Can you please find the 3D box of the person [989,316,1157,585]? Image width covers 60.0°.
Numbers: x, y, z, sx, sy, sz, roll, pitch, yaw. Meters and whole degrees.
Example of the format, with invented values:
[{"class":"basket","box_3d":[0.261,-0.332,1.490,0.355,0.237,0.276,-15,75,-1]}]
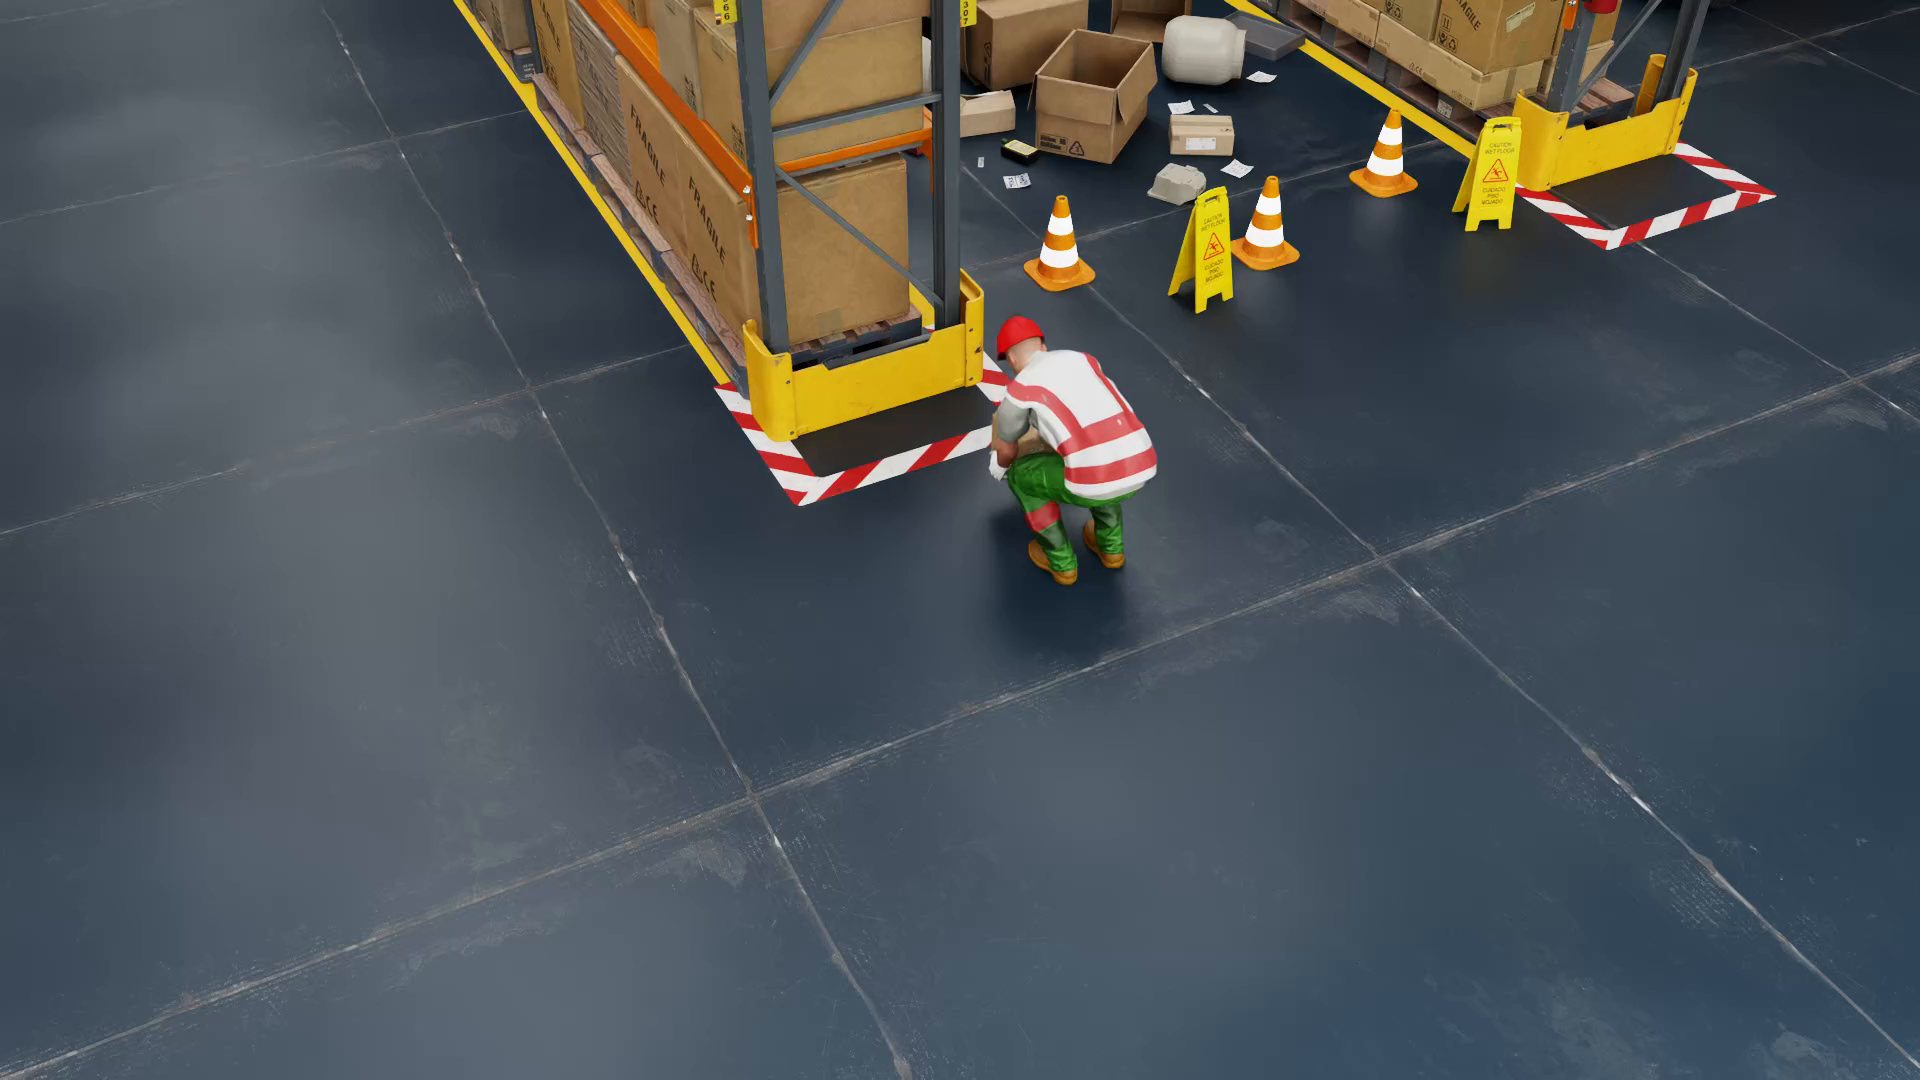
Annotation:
[{"class":"person","box_3d":[0.458,-0.374,7.188,0.526,0.985,0.929,-20,45,-22]}]
